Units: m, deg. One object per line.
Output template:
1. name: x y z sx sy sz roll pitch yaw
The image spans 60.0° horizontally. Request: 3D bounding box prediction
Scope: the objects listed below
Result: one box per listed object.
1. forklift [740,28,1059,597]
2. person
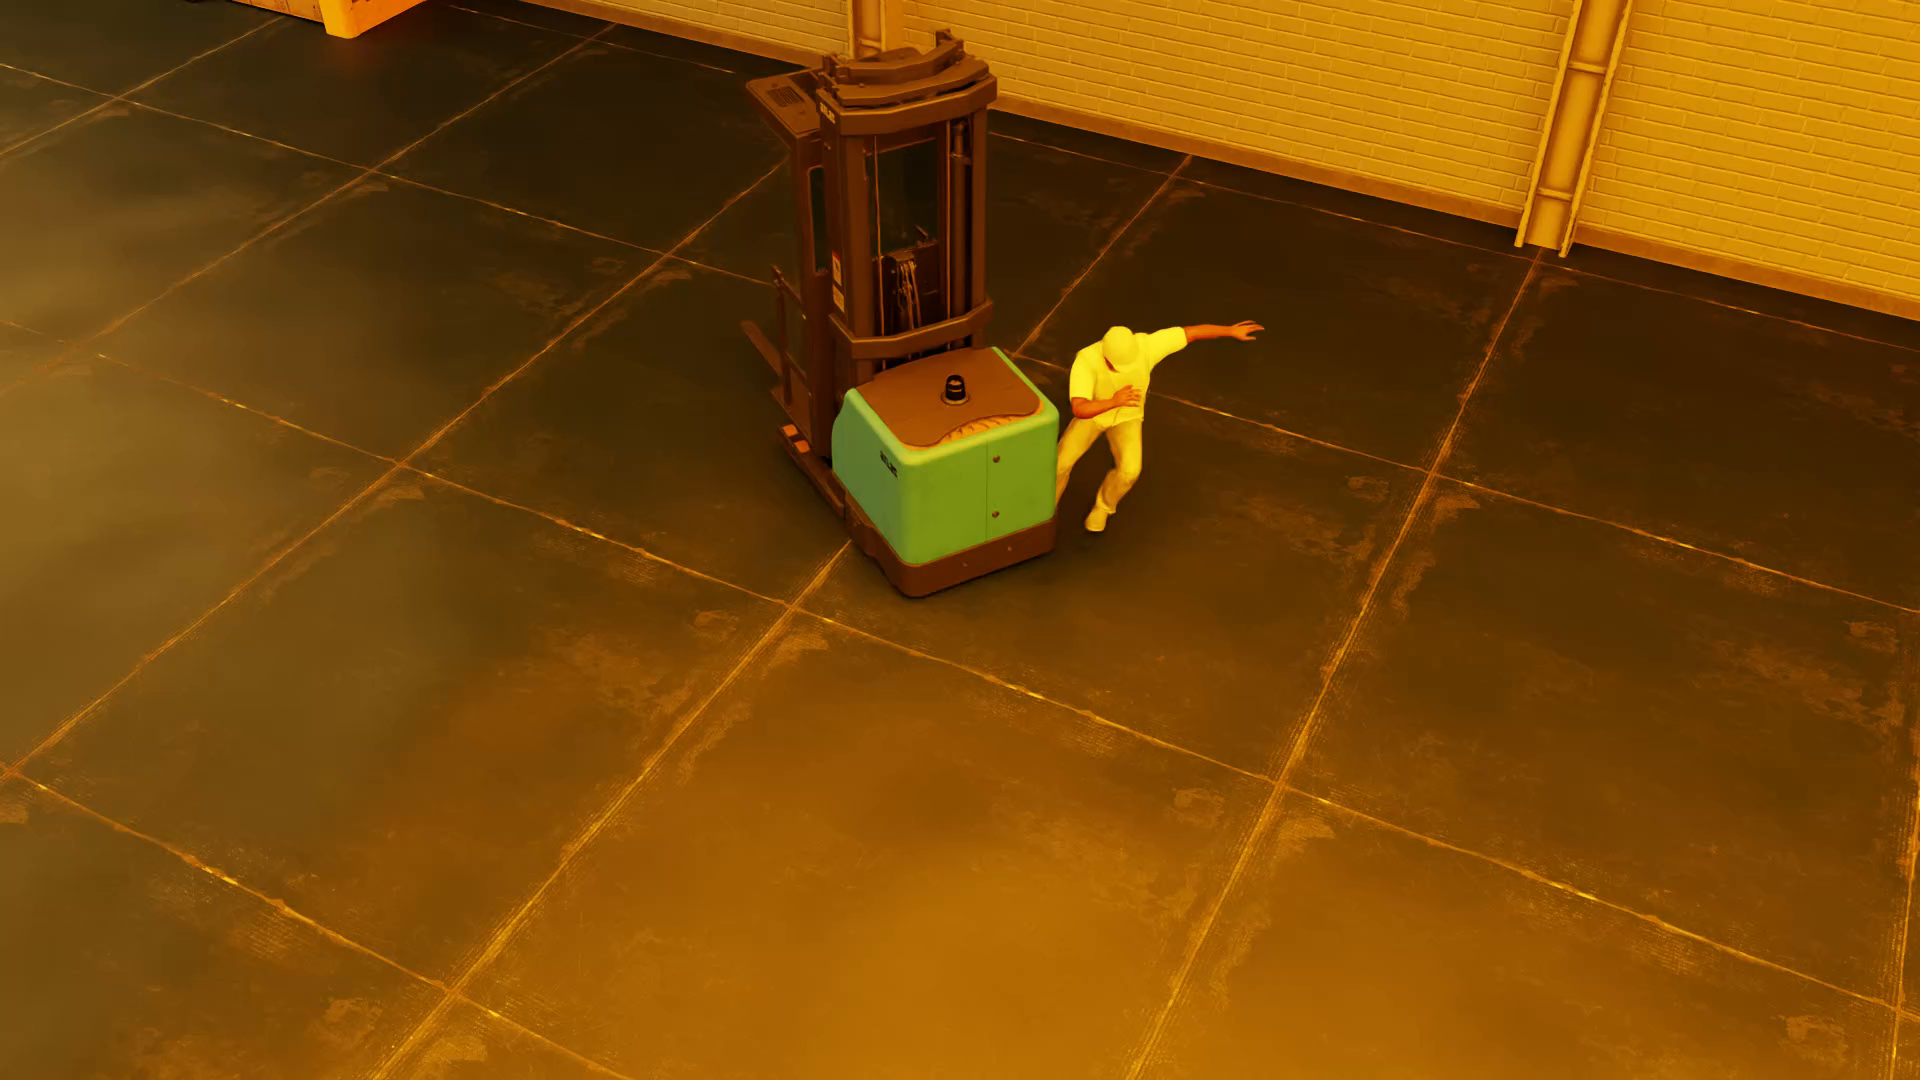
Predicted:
1. forklift: -0.549 -1.728 10.038 1.130 2.935 3.031 -19 44 -21
2. person: 1.069 -0.704 10.001 1.514 1.439 0.743 -4 40 -5
